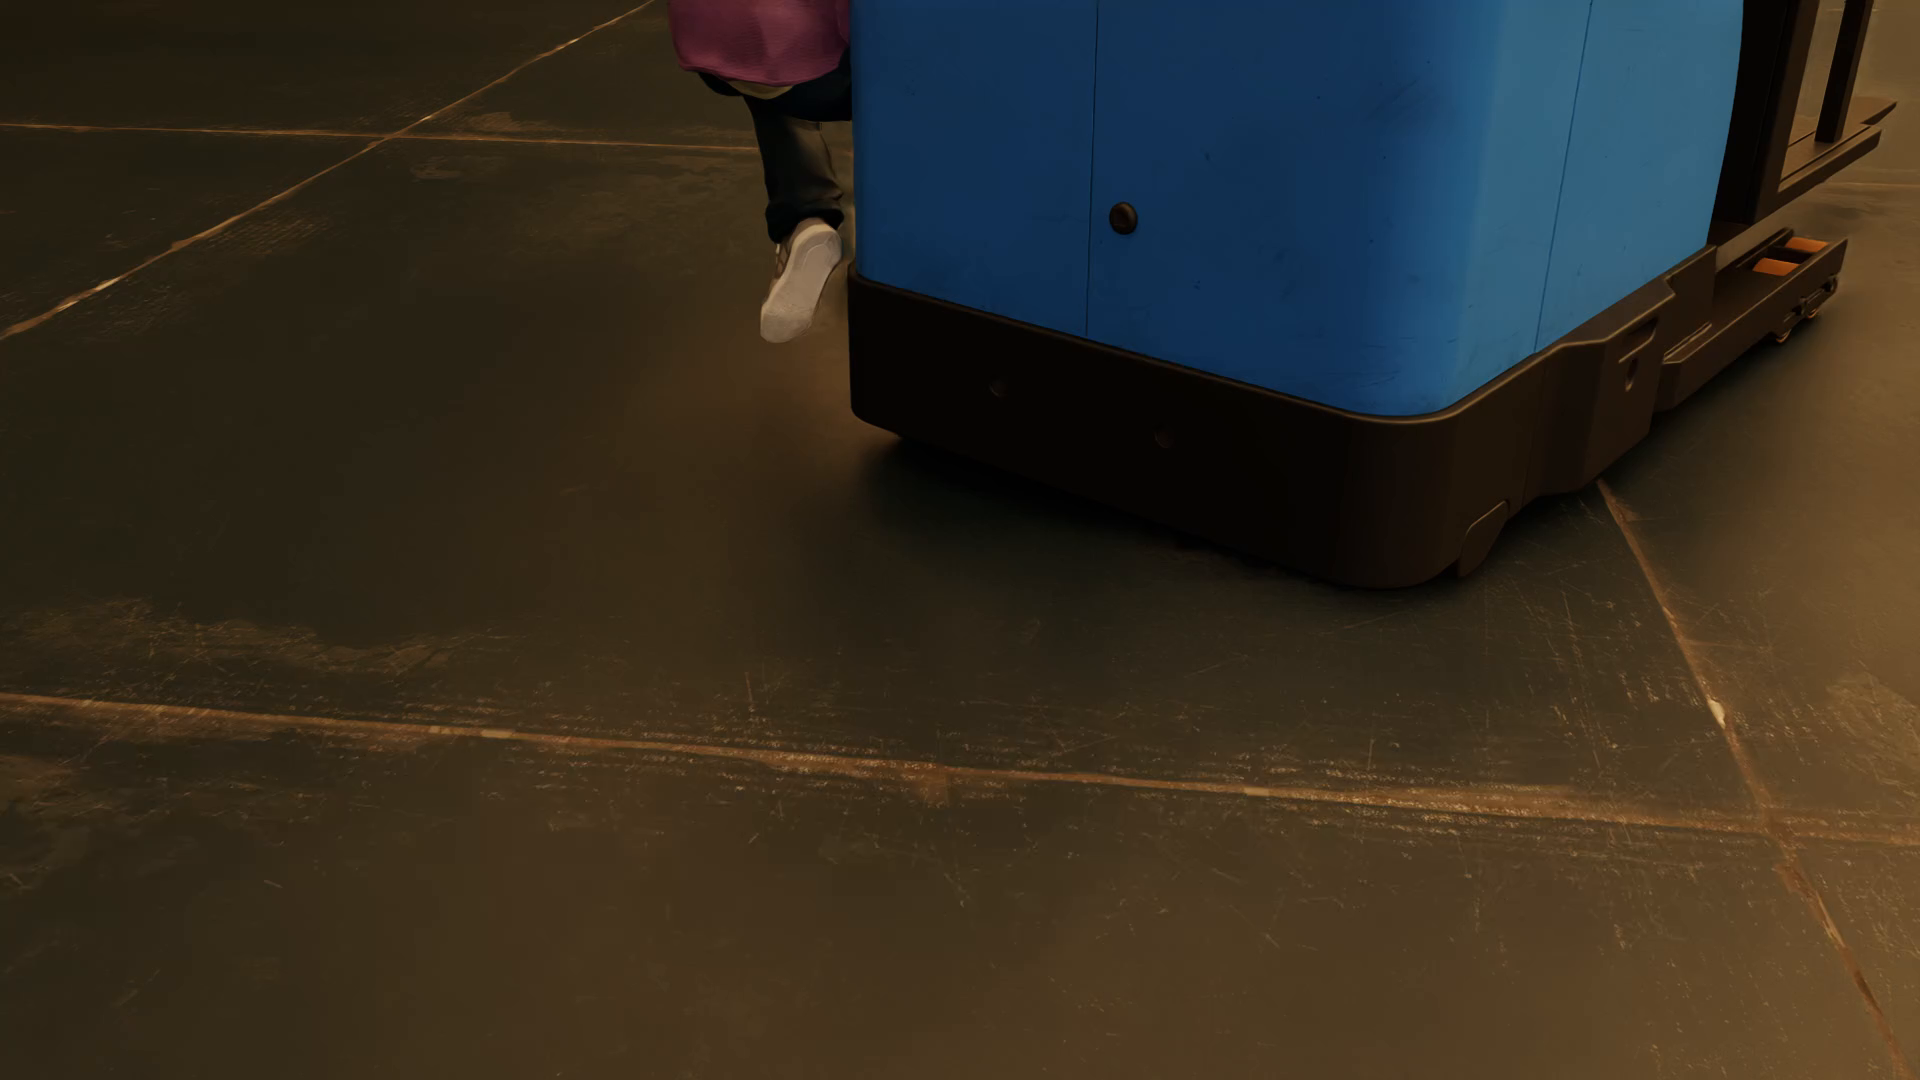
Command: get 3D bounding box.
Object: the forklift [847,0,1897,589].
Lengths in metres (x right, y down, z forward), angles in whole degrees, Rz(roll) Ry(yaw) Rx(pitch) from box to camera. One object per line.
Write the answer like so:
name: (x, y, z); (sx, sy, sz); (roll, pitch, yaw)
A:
forklift: (1.158, -1.827, 2.880); (1.130, 2.935, 3.031); (21, 33, 36)

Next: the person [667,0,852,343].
person: (-0.140, -0.941, 2.844); (0.791, 1.358, 0.710); (16, 31, 29)
